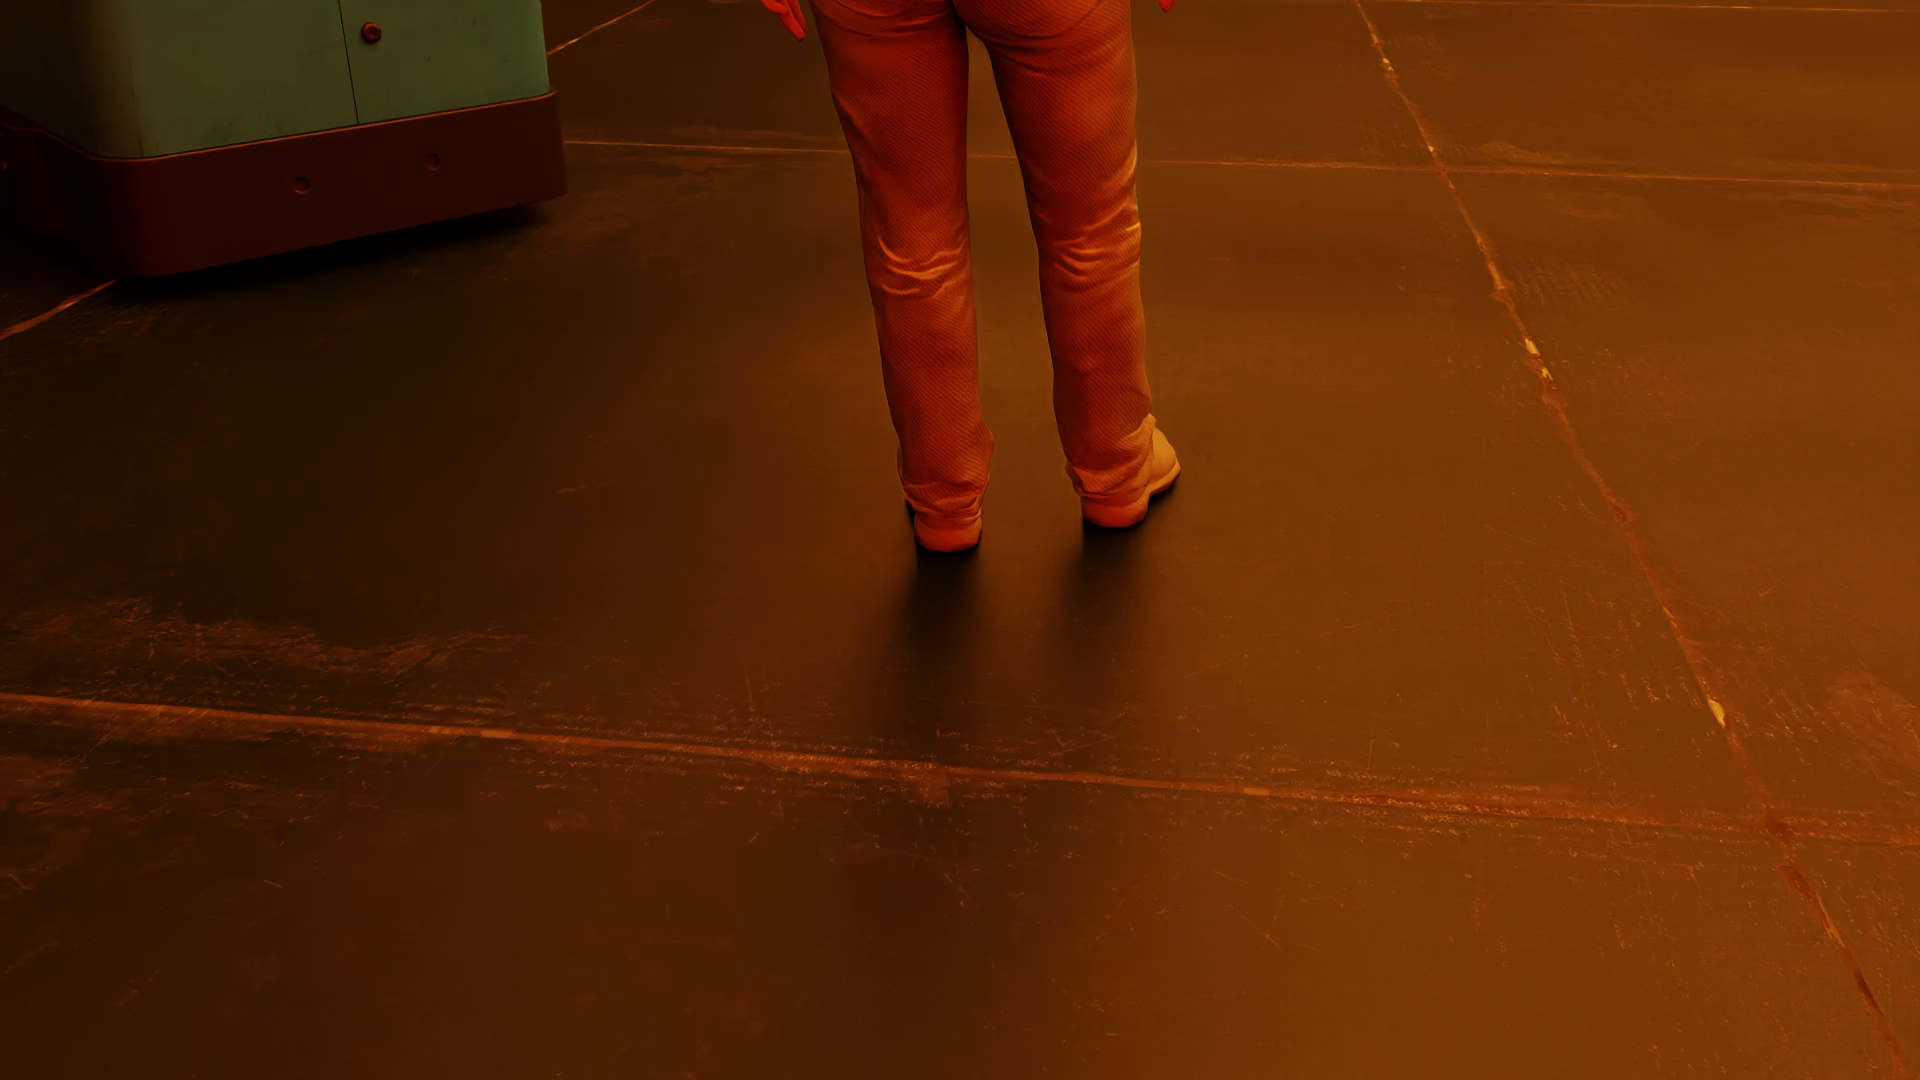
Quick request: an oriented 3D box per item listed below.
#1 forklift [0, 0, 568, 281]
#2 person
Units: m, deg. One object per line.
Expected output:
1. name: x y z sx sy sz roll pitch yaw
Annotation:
1. forklift: -2.316 -2.427 4.082 1.130 2.935 3.031 -22 34 -37
2. person: 0.017 -0.827 2.155 0.632 1.773 0.568 3 27 7
